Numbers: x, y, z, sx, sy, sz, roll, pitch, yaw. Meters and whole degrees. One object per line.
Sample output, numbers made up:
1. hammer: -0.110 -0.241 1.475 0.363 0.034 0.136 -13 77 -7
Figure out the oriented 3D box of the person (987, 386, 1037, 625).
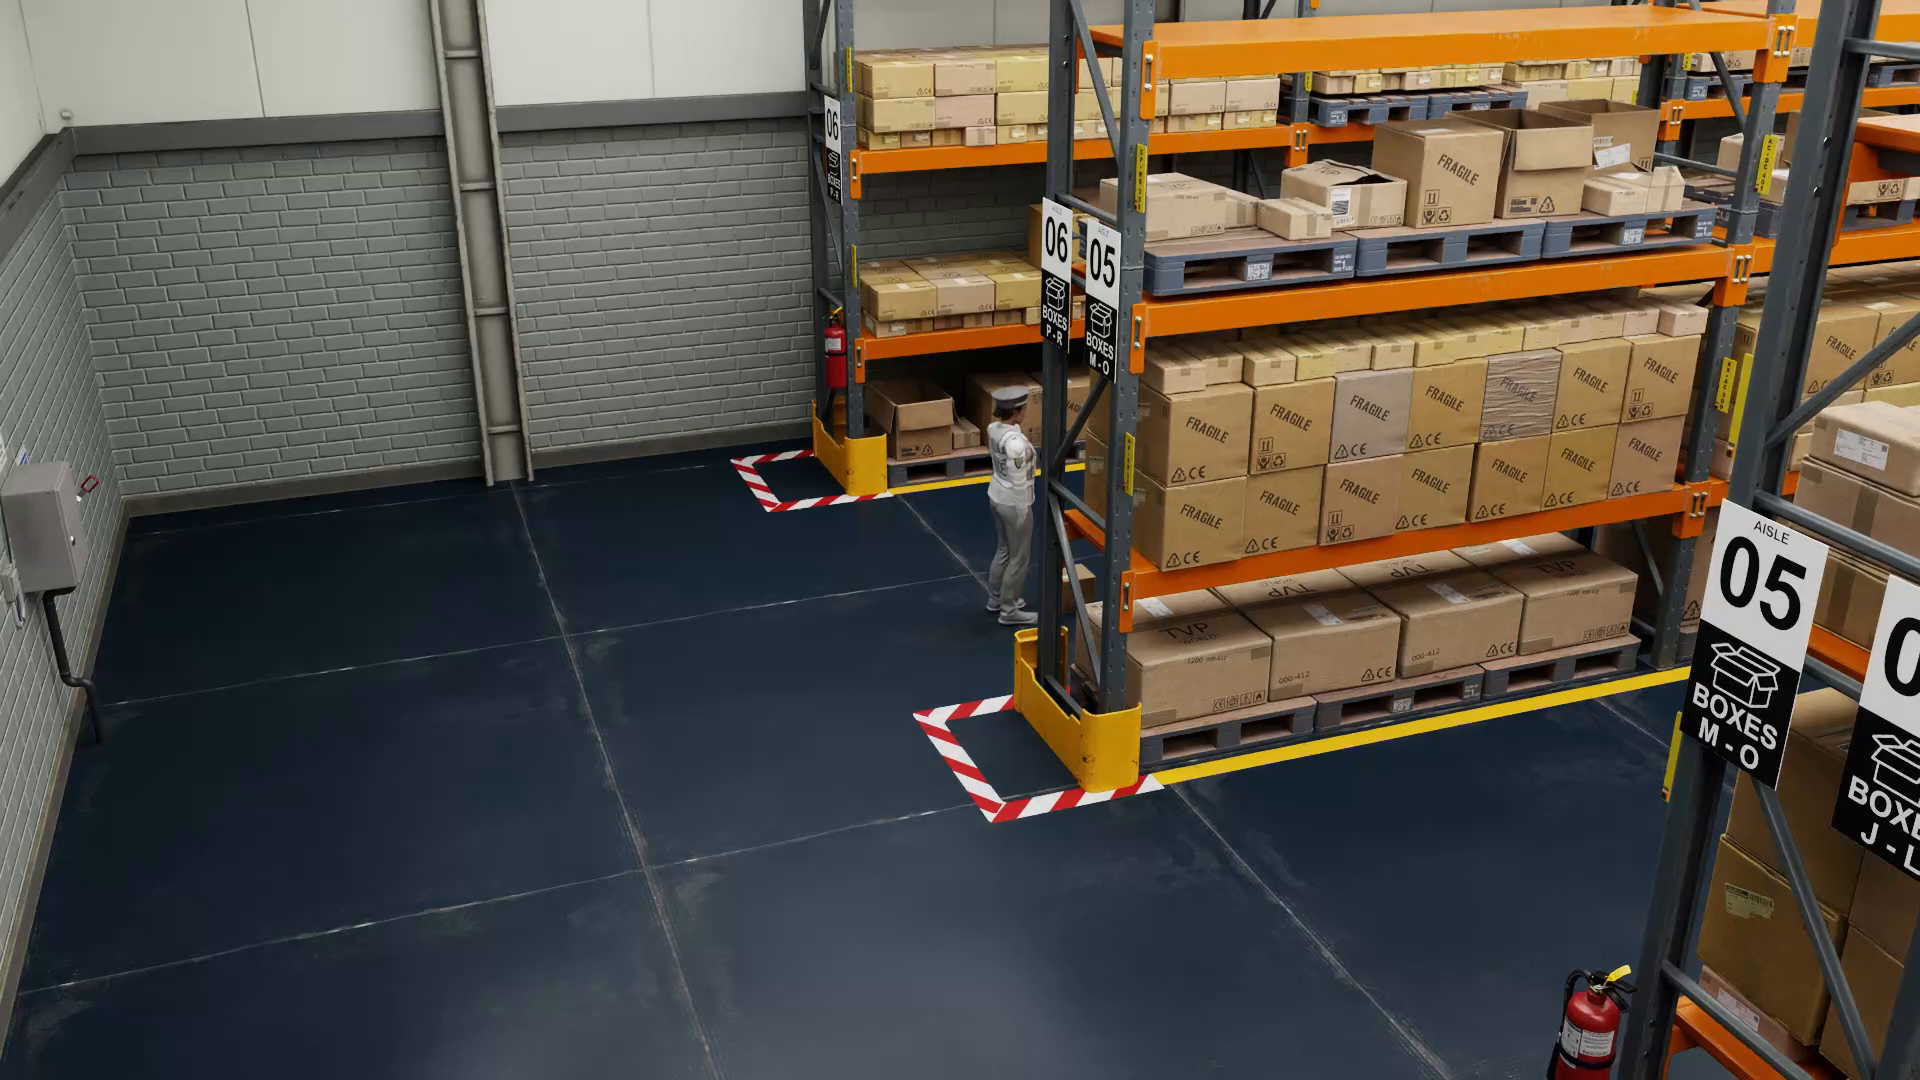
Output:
1. person: 0.360 -0.245 11.407 0.329 1.663 0.469 -8 24 -18
